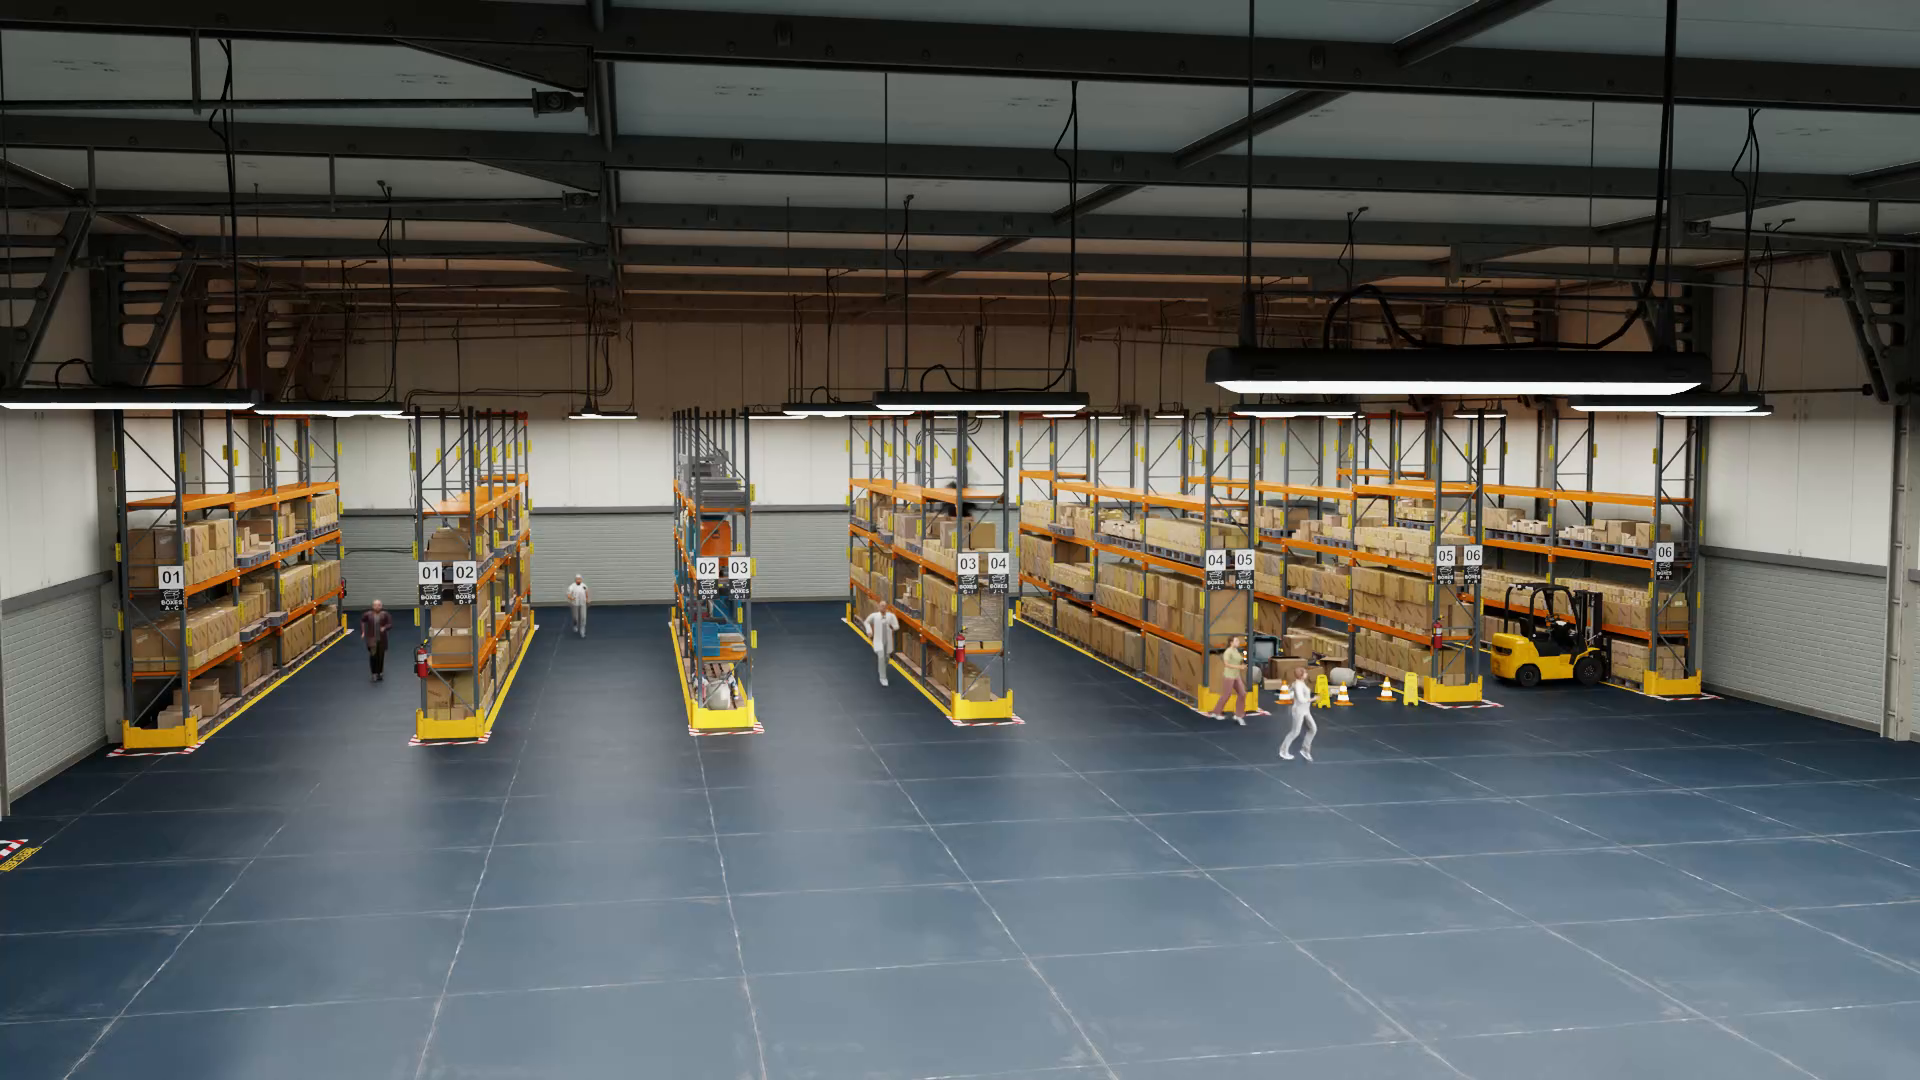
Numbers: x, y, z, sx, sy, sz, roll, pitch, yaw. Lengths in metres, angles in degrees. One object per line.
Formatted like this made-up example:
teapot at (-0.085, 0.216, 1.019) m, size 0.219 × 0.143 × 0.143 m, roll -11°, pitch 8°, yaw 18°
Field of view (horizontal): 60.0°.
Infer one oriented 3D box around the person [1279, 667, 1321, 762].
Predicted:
person at (5.724, 2.947, 27.947) m, size 0.699 × 1.628 × 0.520 m, roll 2°, pitch 4°, yaw 24°

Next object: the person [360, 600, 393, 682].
person at (-12.874, 2.352, 36.748) m, size 0.667 × 1.577 × 0.889 m, roll -2°, pitch 4°, yaw -25°

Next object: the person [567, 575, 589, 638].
person at (-10.164, 1.750, 44.314) m, size 0.612 × 1.664 × 0.901 m, roll -2°, pitch 4°, yaw -22°

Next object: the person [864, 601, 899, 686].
person at (-1.667, 2.210, 36.066) m, size 0.695 × 1.781 × 1.045 m, roll -1°, pitch 4°, yaw -19°

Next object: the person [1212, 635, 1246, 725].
person at (5.135, 2.659, 31.576) m, size 0.731 × 1.748 × 0.586 m, roll 3°, pitch 5°, yaw 40°
